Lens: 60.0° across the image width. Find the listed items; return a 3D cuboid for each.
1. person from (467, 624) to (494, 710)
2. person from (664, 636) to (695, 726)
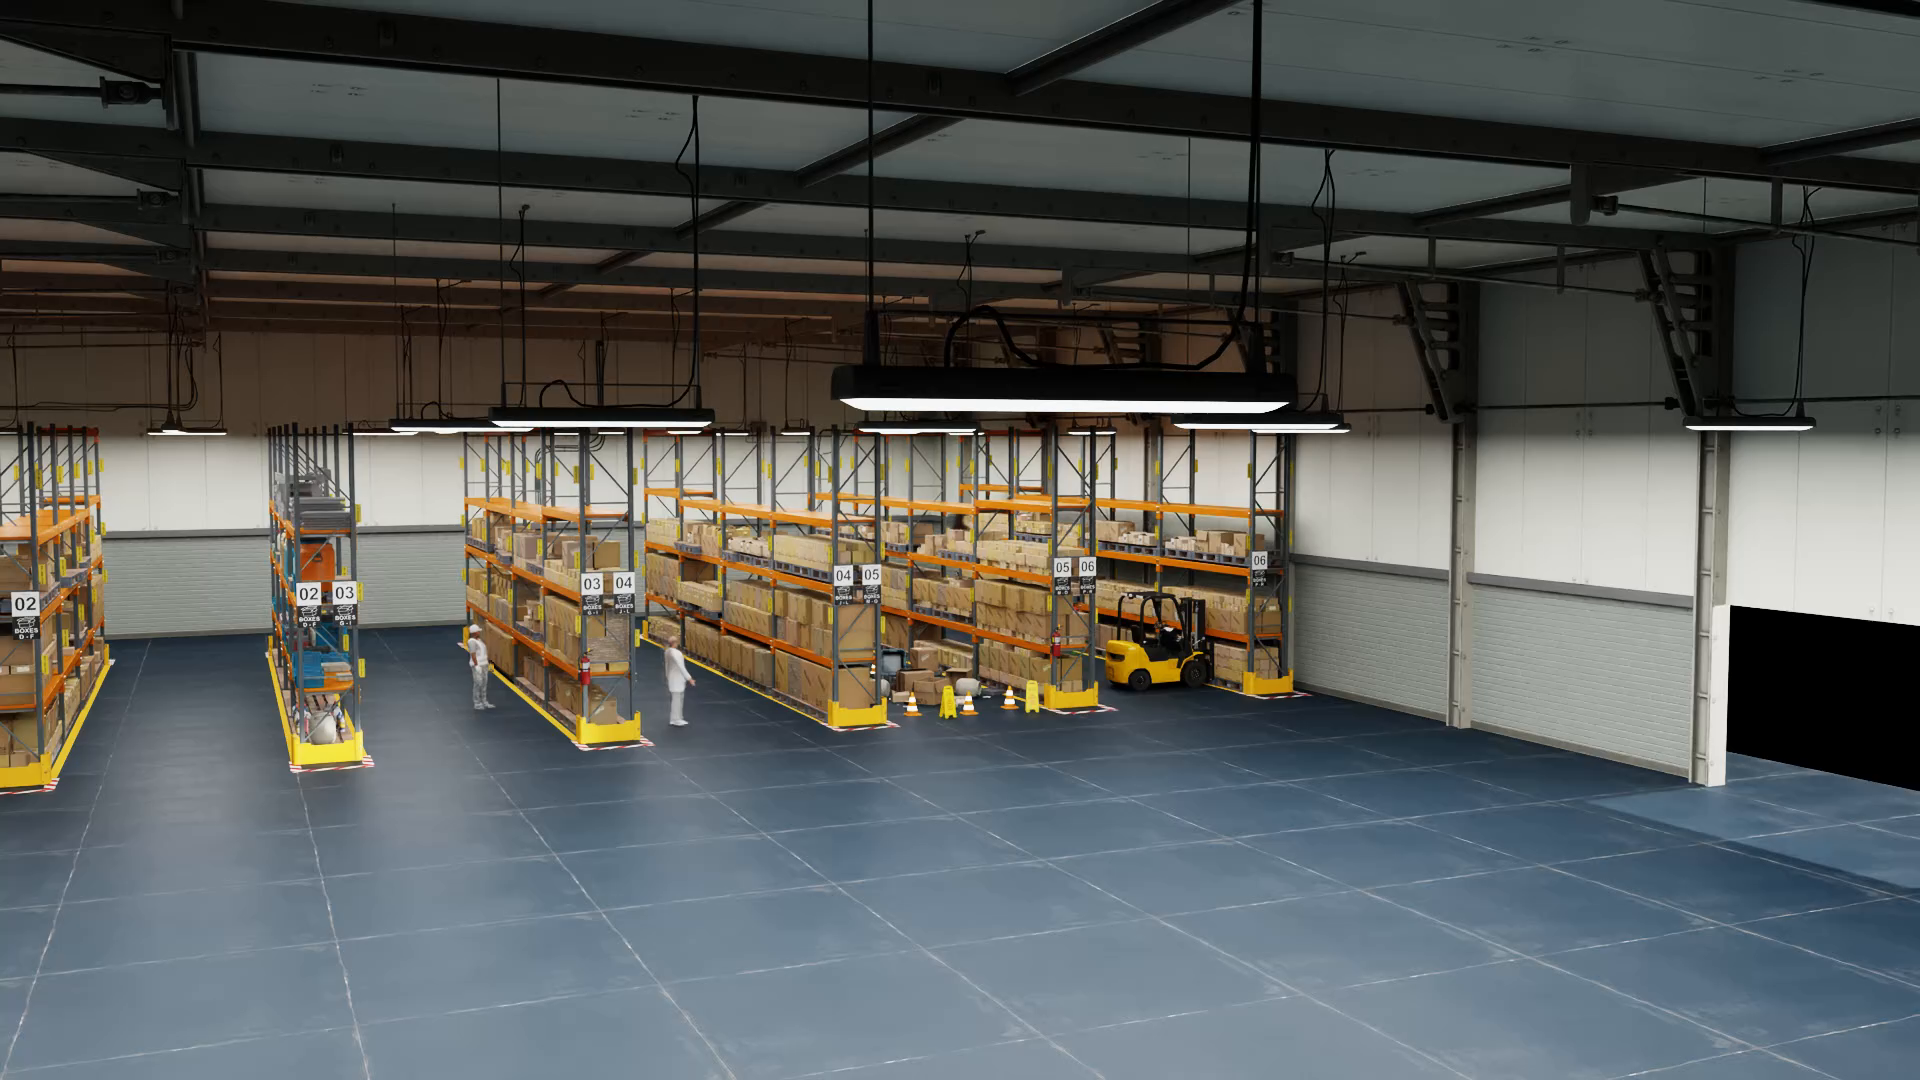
[{"bbox_3d":[-10.198,2.704,35.387,0.532,1.827,0.615,1,4,9],"label":"person"},{"bbox_3d":[-5.602,2.878,33.241,0.627,1.711,0.623,0,3,-5],"label":"person"}]
